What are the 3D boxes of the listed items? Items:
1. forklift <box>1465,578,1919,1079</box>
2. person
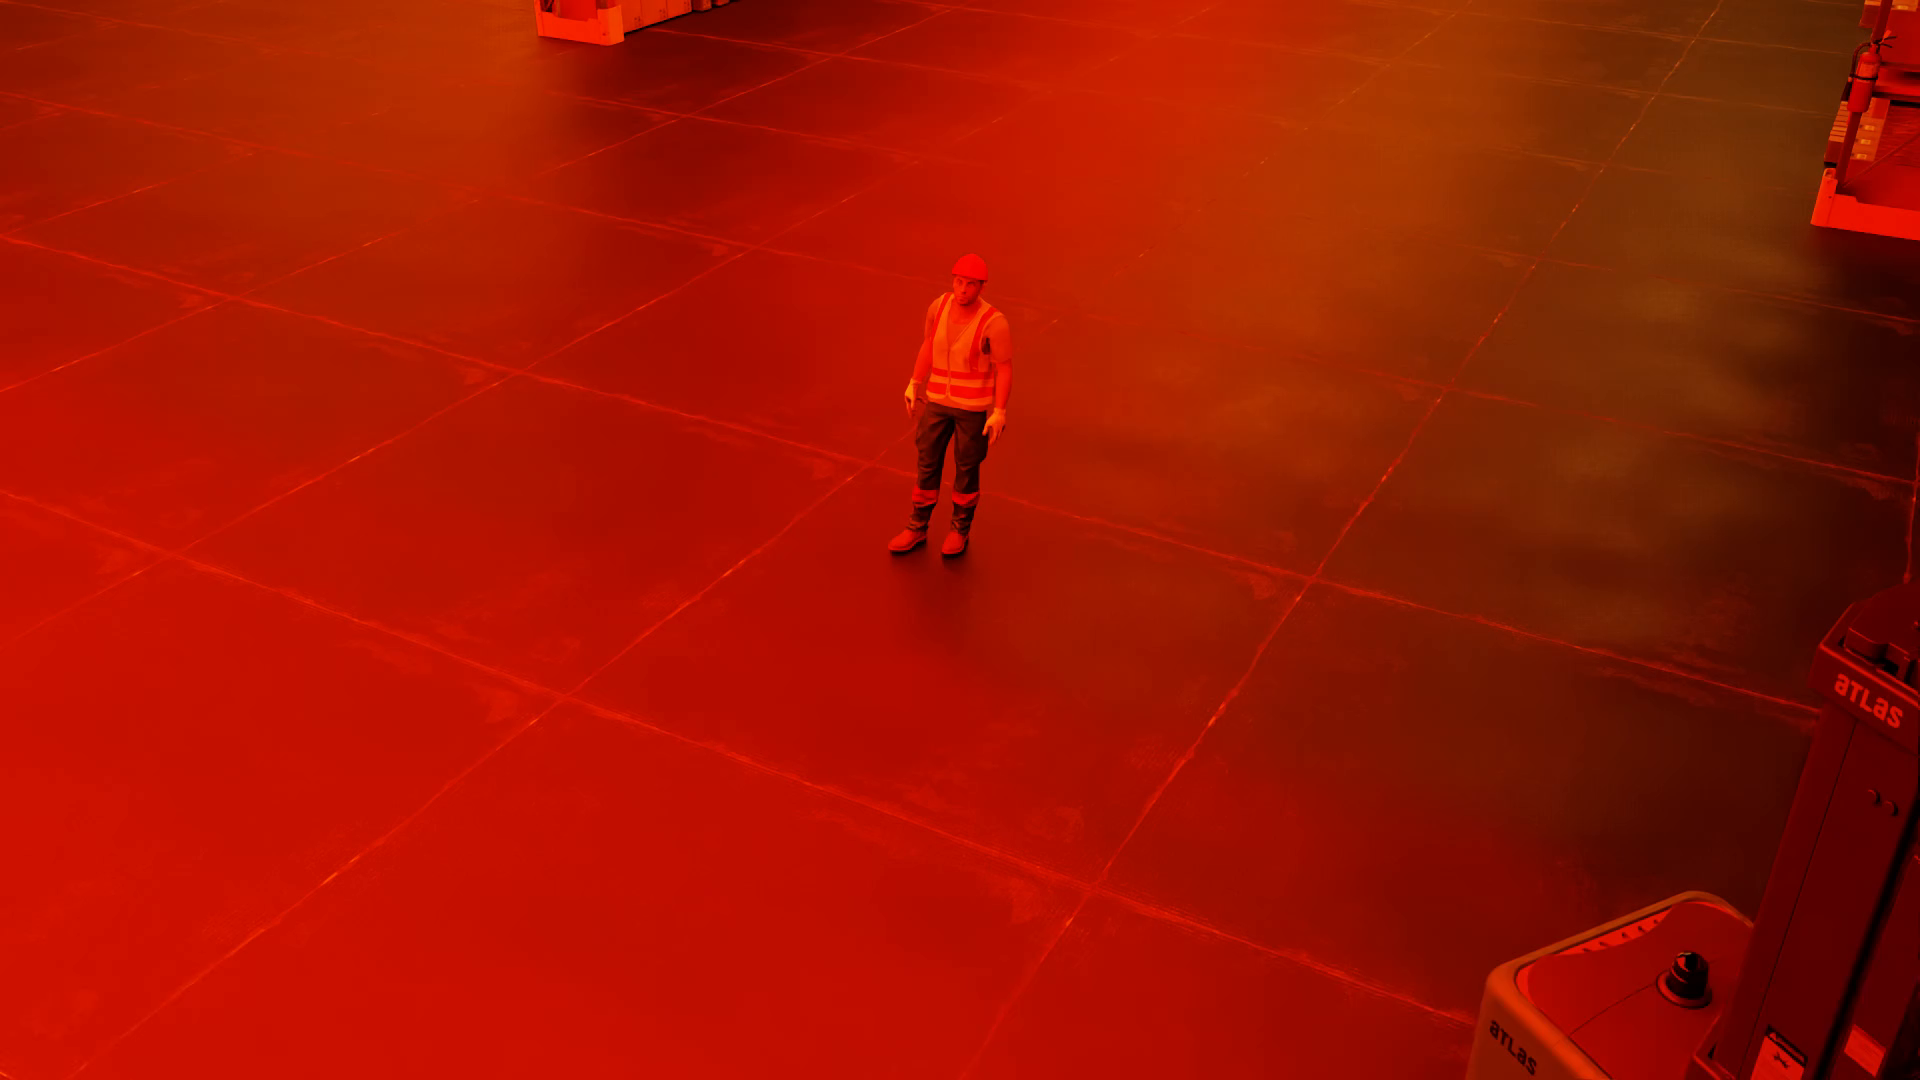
[{"bbox_3d":[2.790,1.626,4.253,1.130,2.935,3.031,-13,33,-22],"label":"forklift"},{"bbox_3d":[-0.049,-0.749,9.497,0.637,1.787,0.564,15,33,25],"label":"person"}]
